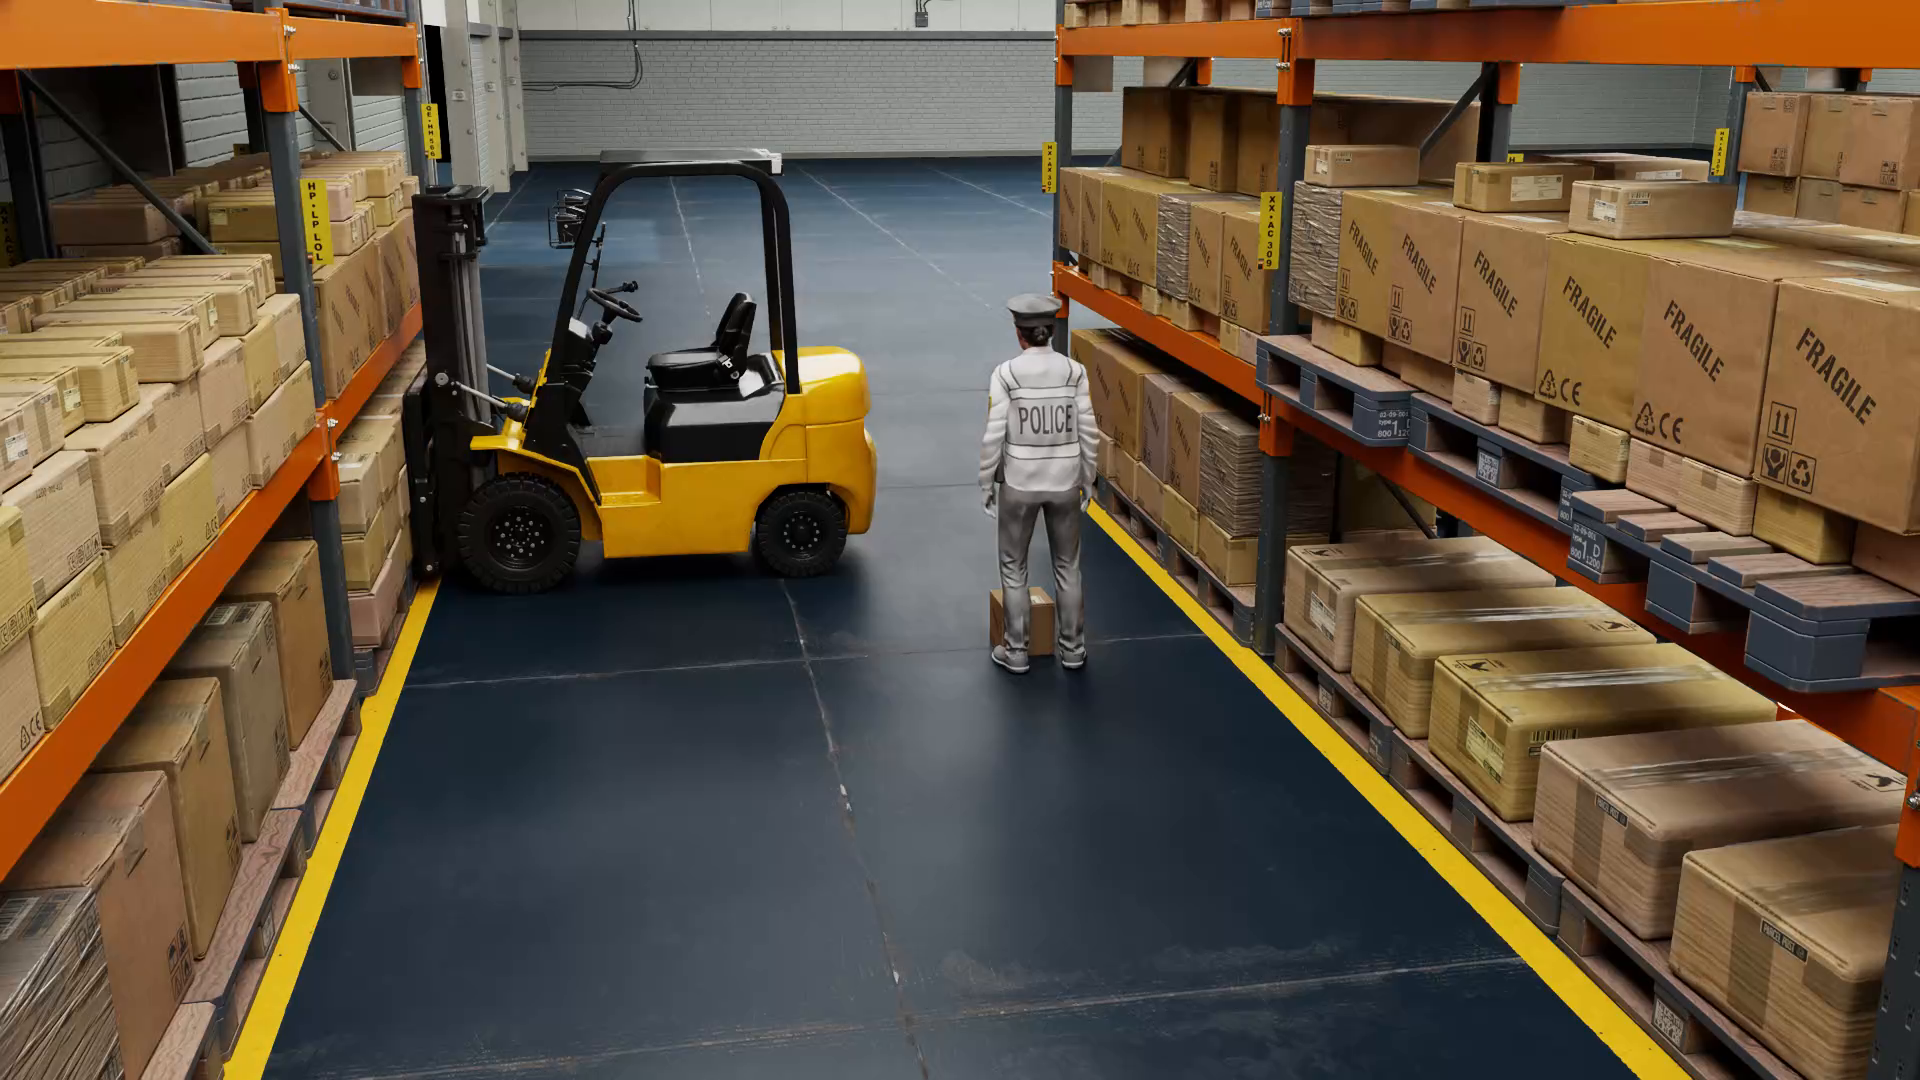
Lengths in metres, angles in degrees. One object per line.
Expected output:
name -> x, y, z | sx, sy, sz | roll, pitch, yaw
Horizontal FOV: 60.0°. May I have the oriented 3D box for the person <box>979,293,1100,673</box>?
person -> 0.345, -0.230, 7.308 | 0.530, 1.664, 0.371 | -3, 17, -10
